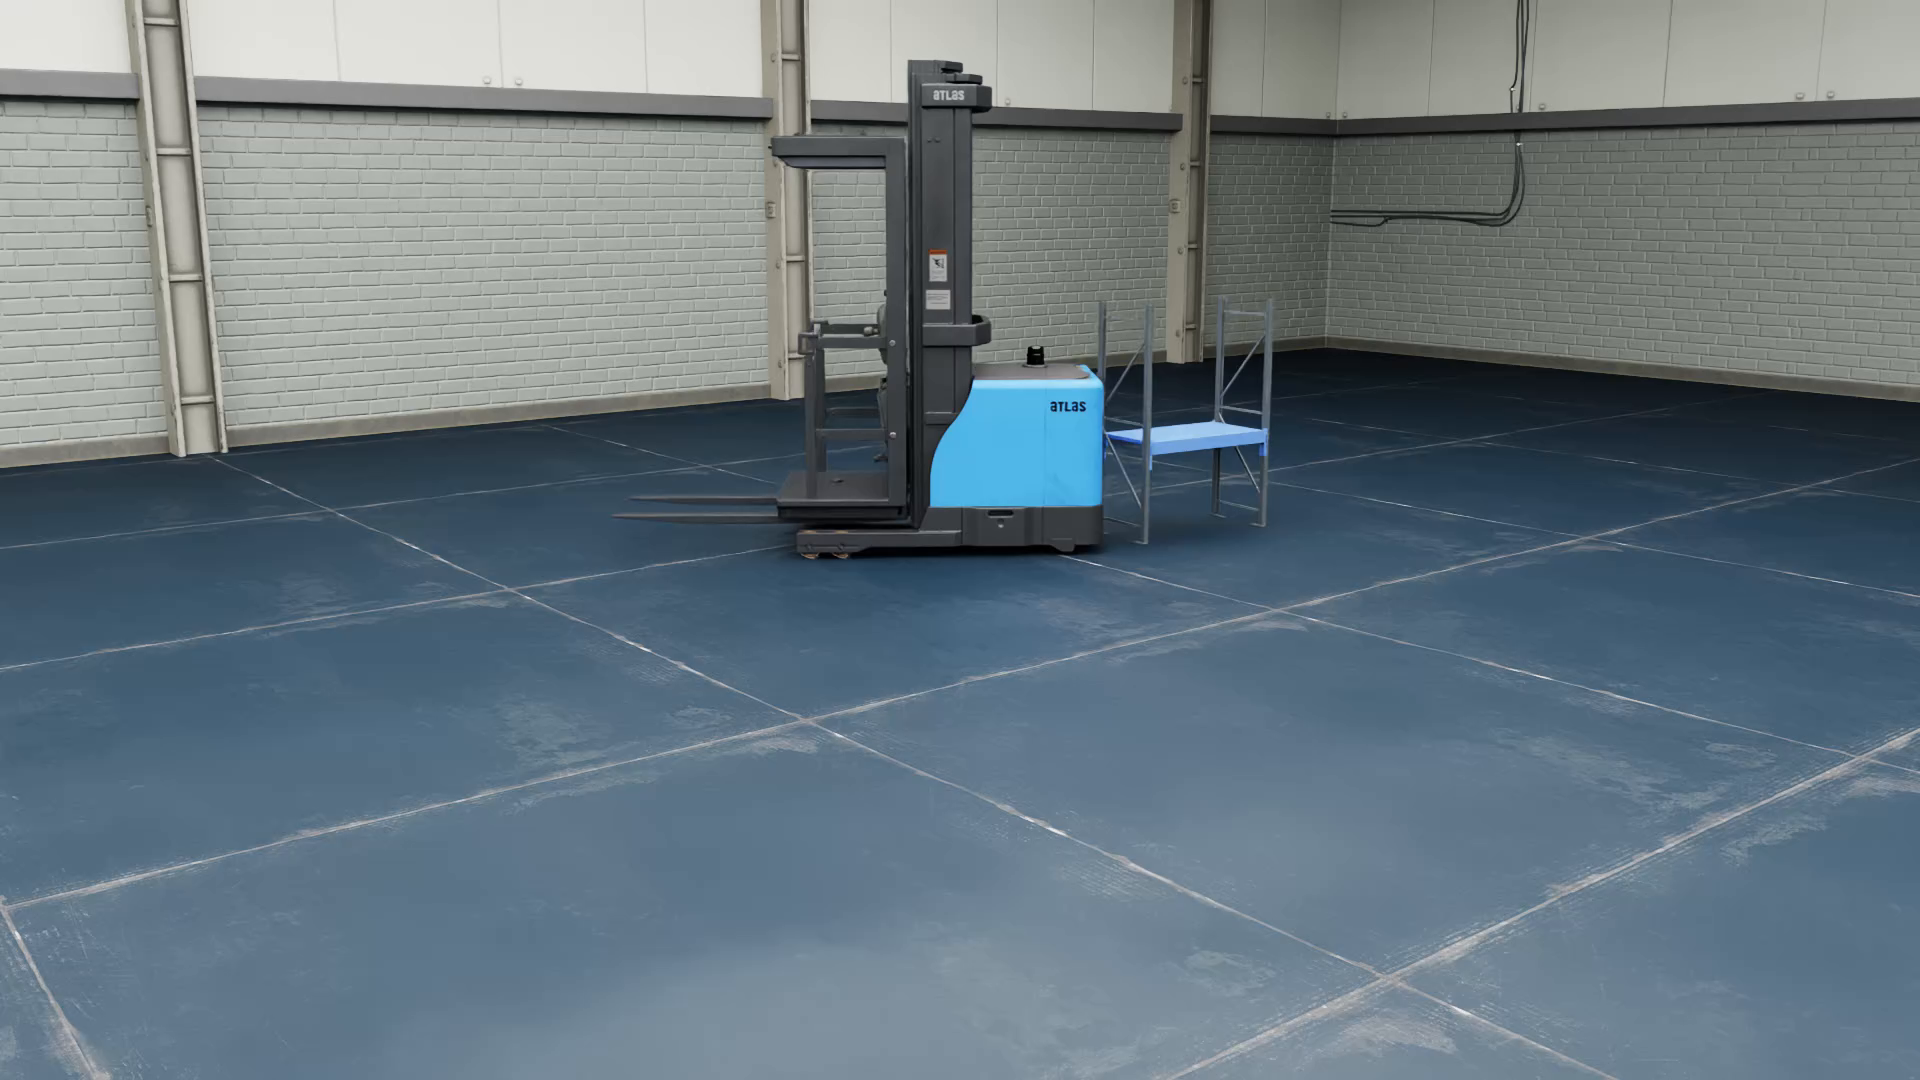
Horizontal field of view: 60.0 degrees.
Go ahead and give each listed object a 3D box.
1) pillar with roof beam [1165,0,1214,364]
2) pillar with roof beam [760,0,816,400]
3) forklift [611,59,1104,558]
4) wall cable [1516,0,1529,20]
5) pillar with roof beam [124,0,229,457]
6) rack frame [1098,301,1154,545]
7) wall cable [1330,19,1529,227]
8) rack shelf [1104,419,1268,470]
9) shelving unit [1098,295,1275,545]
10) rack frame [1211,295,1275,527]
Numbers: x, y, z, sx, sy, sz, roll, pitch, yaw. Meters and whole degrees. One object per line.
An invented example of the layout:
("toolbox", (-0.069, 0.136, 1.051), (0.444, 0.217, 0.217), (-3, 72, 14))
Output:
("pillar with roof beam", (5.583, -6.009, 17.262), (0.400, 9.000, 9.100), (-9, 15, -38))
("pillar with roof beam", (0.898, -5.230, 13.595), (0.400, 9.000, 9.100), (-9, 15, -38))
("forklift", (-0.642, -1.436, 10.334), (3.031, 2.935, 1.130), (0, 12, -1))
("wall cable", (7.710, -7.388, 19.072), (0.112, 2.526, 3.097), (-9, 15, -38))
("pillar with roof beam", (-3.787, -4.452, 9.929), (0.400, 9.000, 9.100), (-9, 15, -38))
("rack frame", (1.034, -0.744, 10.523), (0.032, 1.500, 0.500), (-8, 14, -33))
("wall cable", (6.020, -5.356, 21.663), (0.112, 2.526, 3.097), (-9, 15, -38))
("rack shelf", (1.456, -0.627, 10.838), (1.000, 0.185, 0.538), (-8, 14, -33))
("shelving unit", (1.456, -0.803, 10.801), (1.048, 1.500, 0.538), (-8, 14, -33))
("rack frame", (1.878, -0.862, 11.078), (0.032, 1.500, 0.500), (-8, 14, -33))
